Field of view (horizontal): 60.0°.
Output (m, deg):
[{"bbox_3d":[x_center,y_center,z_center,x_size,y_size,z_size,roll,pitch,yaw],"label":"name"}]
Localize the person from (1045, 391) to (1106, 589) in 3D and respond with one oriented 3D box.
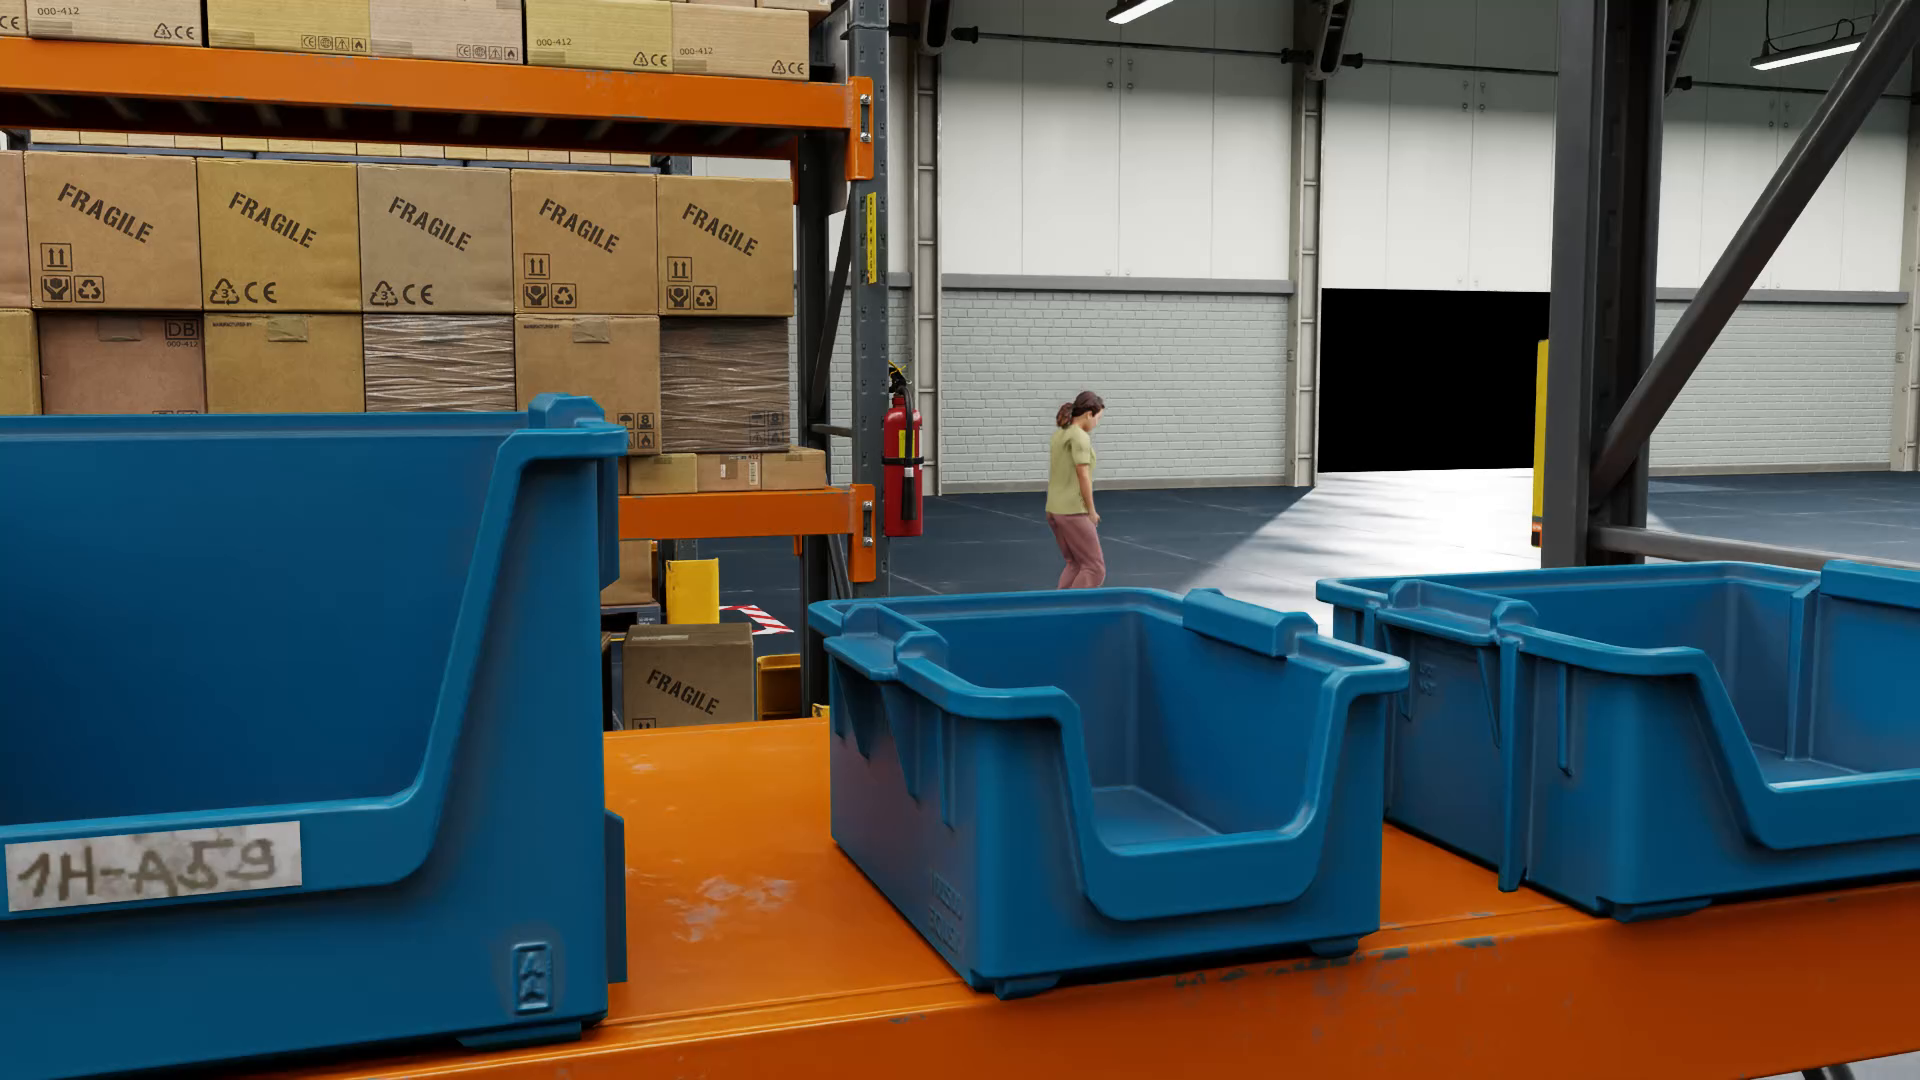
[{"bbox_3d":[0.758,-0.163,10.909,0.388,1.627,0.470,-2,6,-17],"label":"person"}]
